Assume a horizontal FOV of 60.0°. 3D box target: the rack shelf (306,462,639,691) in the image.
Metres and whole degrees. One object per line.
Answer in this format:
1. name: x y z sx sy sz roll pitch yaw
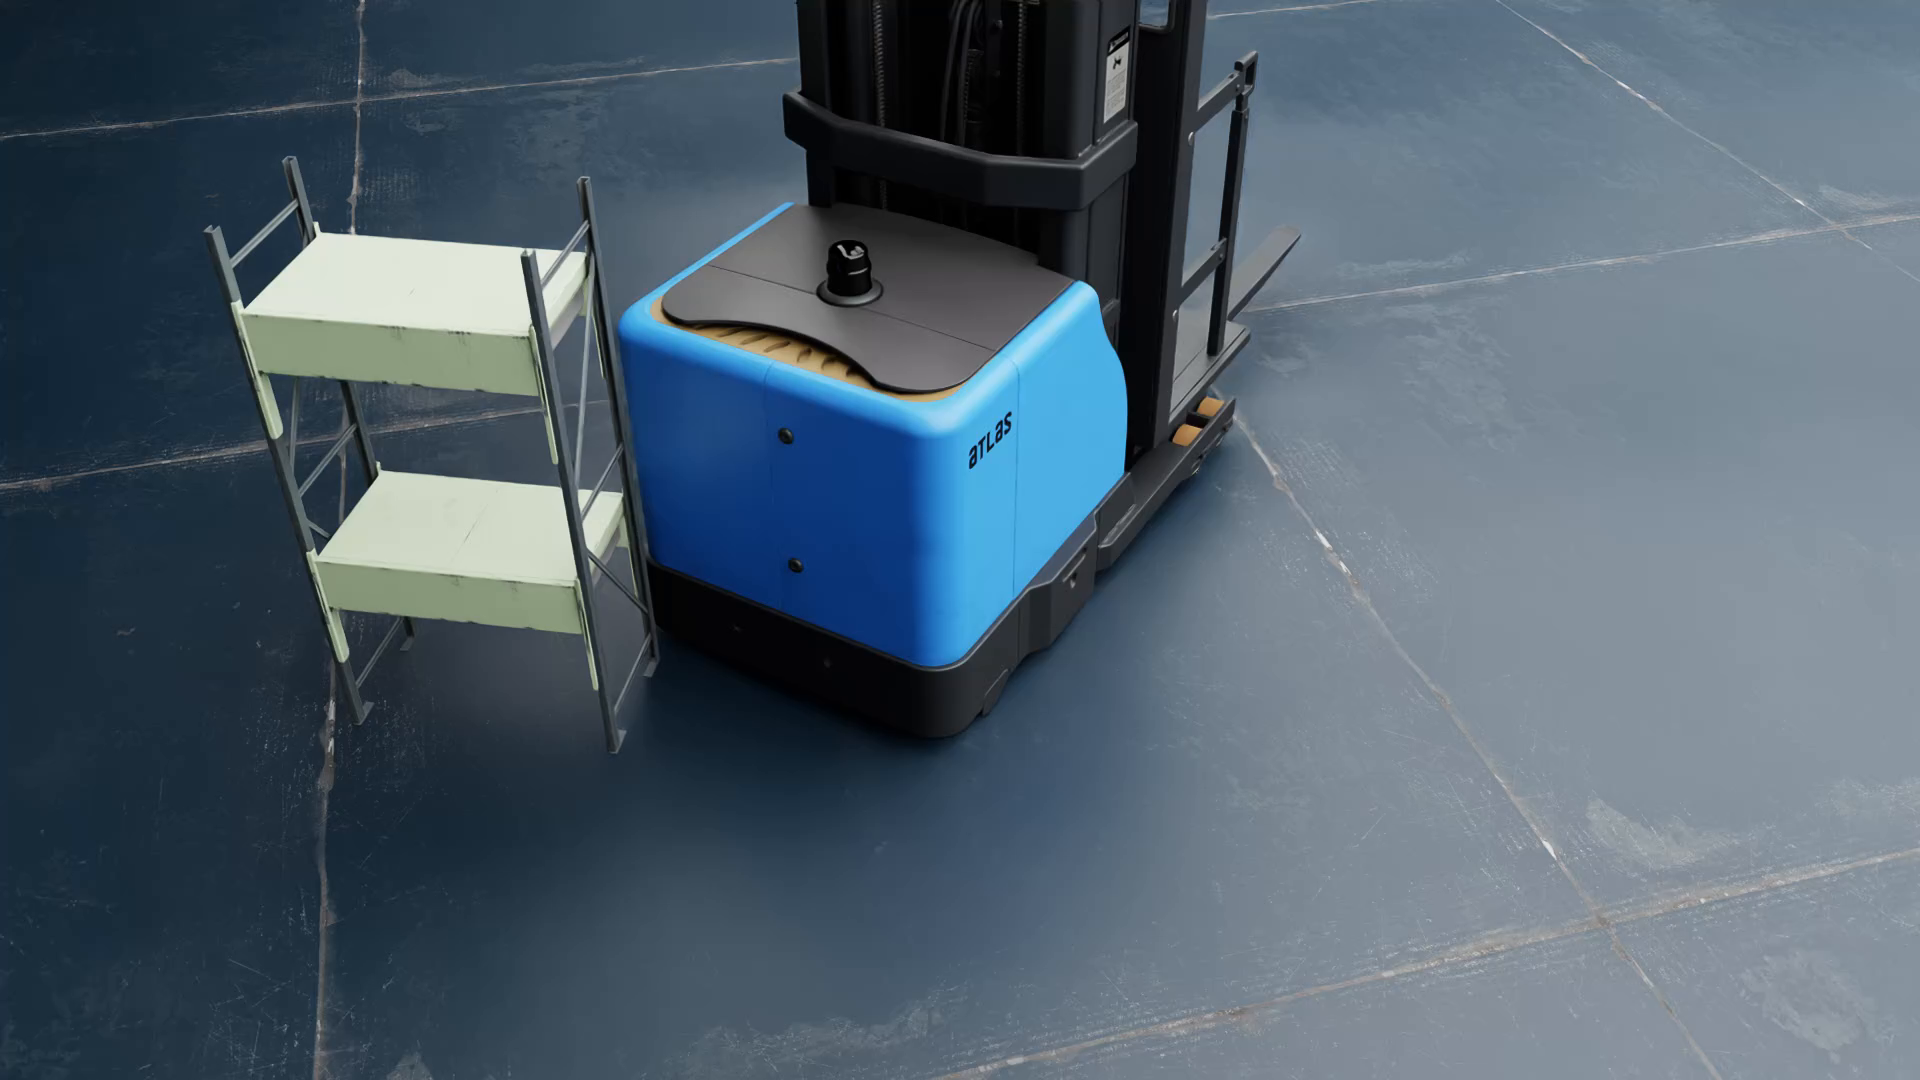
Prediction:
1. rack shelf: -1.268 0.090 4.435 0.720 0.370 0.431 5 38 7

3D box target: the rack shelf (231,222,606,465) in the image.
1. rack shelf: -1.268 -0.479 3.999 0.720 0.370 0.431 5 38 7

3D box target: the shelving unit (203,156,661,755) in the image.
1. shelving unit: -1.268 -0.169 4.236 0.755 1.500 0.431 5 38 7

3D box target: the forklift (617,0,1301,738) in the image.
1. forklift: 0.279 -1.510 4.811 1.130 2.935 3.031 19 42 24

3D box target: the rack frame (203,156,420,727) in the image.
1. rack frame: -1.630 -0.203 4.281 0.023 1.500 0.400 5 38 7

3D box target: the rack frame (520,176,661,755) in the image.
1. rack frame: -0.907 -0.135 4.192 0.023 1.500 0.400 5 38 7
